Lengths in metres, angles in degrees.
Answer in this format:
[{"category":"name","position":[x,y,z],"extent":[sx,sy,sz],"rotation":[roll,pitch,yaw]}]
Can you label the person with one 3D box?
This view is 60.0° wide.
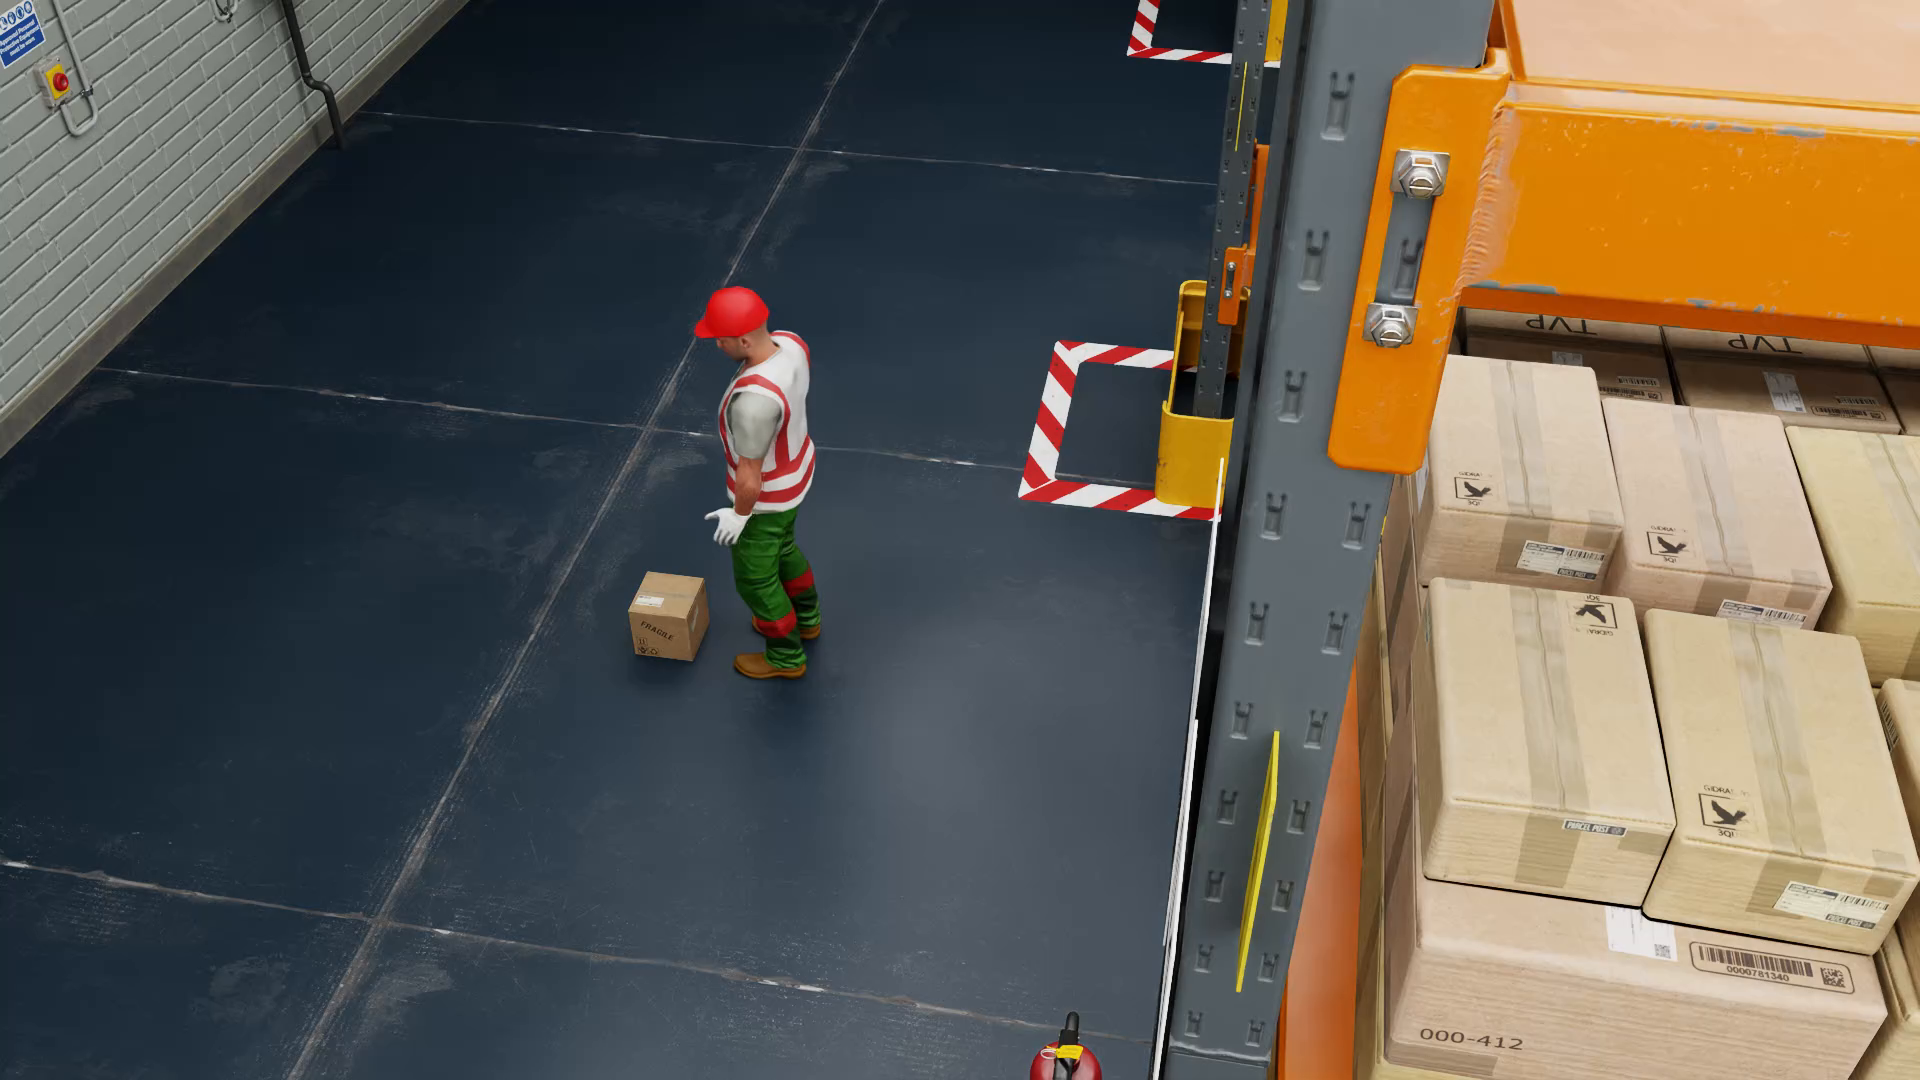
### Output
[{"category":"person","position":[-0.800,-0.123,6.446],"extent":[0.647,1.580,0.575],"rotation":[7,41,8]}]
